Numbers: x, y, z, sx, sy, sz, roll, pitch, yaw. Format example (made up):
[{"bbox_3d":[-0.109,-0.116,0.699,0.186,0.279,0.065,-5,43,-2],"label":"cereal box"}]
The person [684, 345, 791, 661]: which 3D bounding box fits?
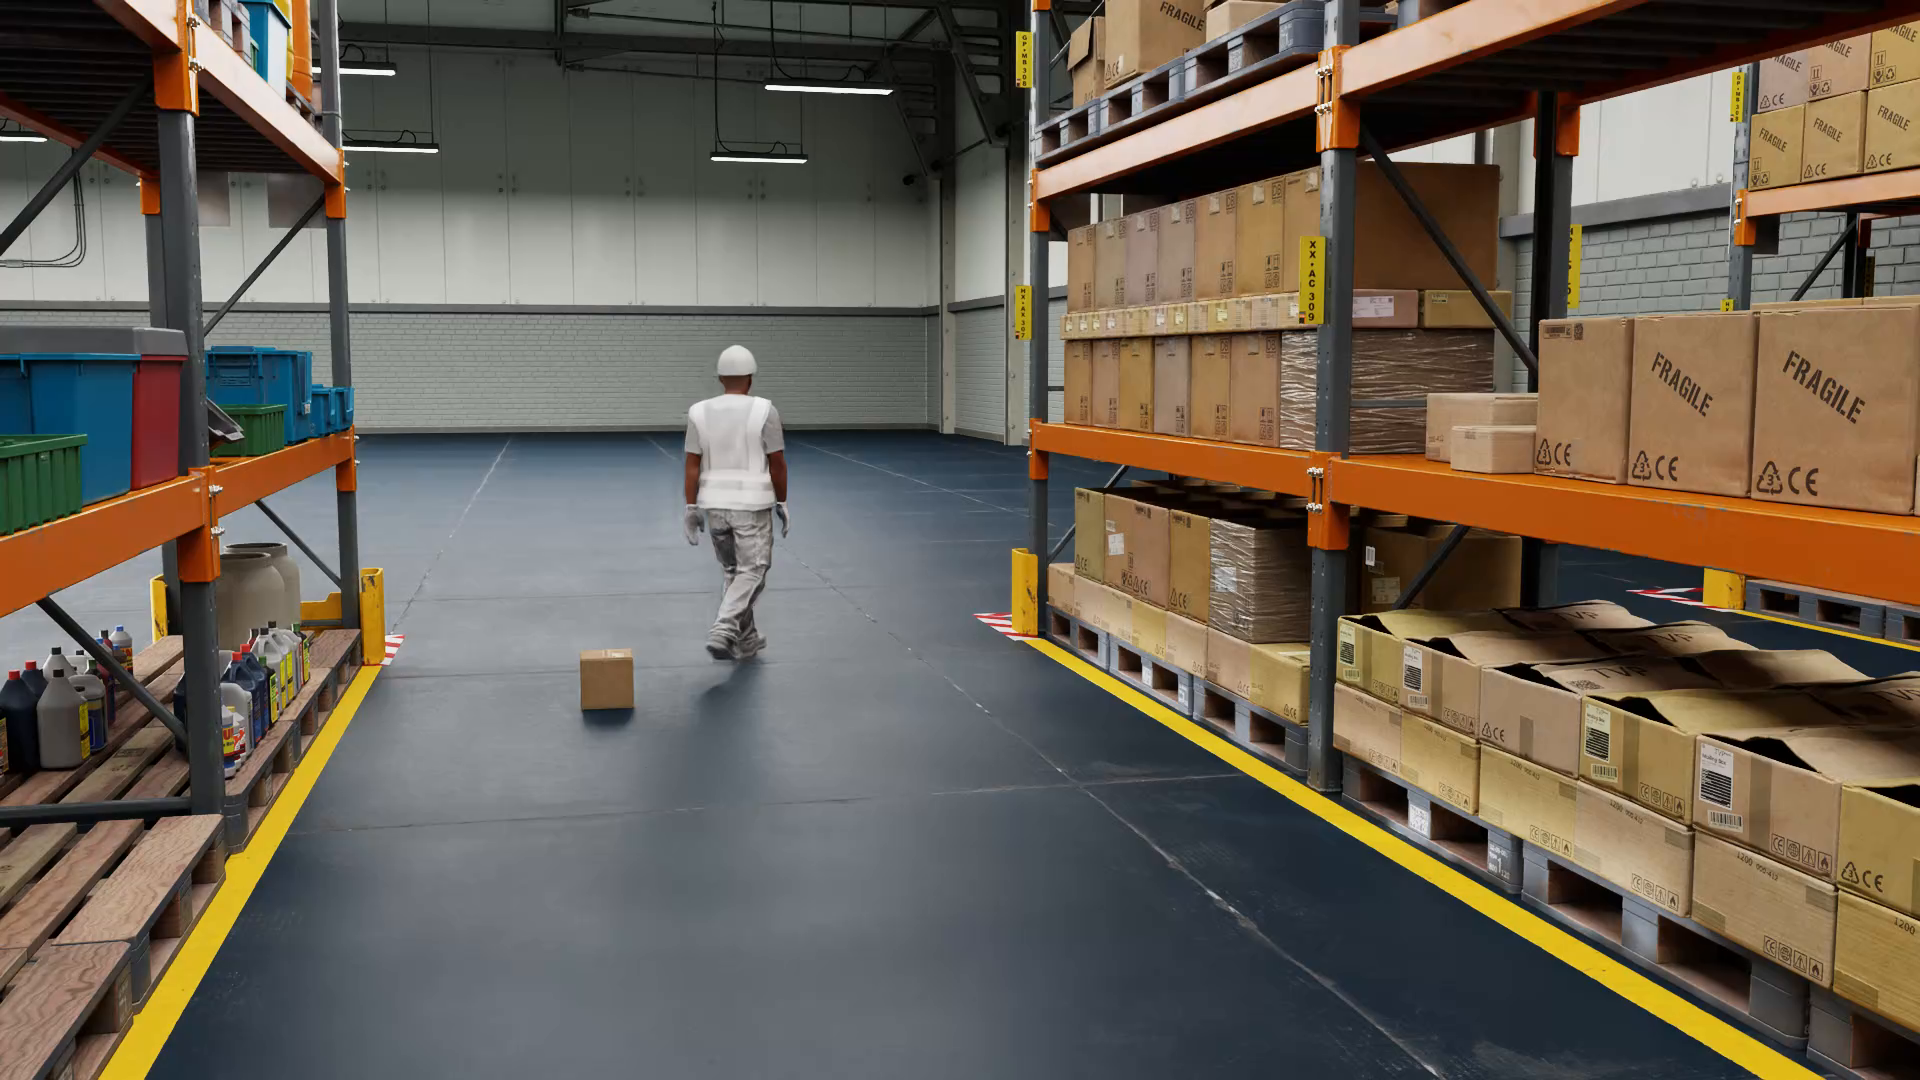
[{"bbox_3d":[-1.216,-0.178,9.030,0.547,1.751,1.022,2,6,16],"label":"person"}]
